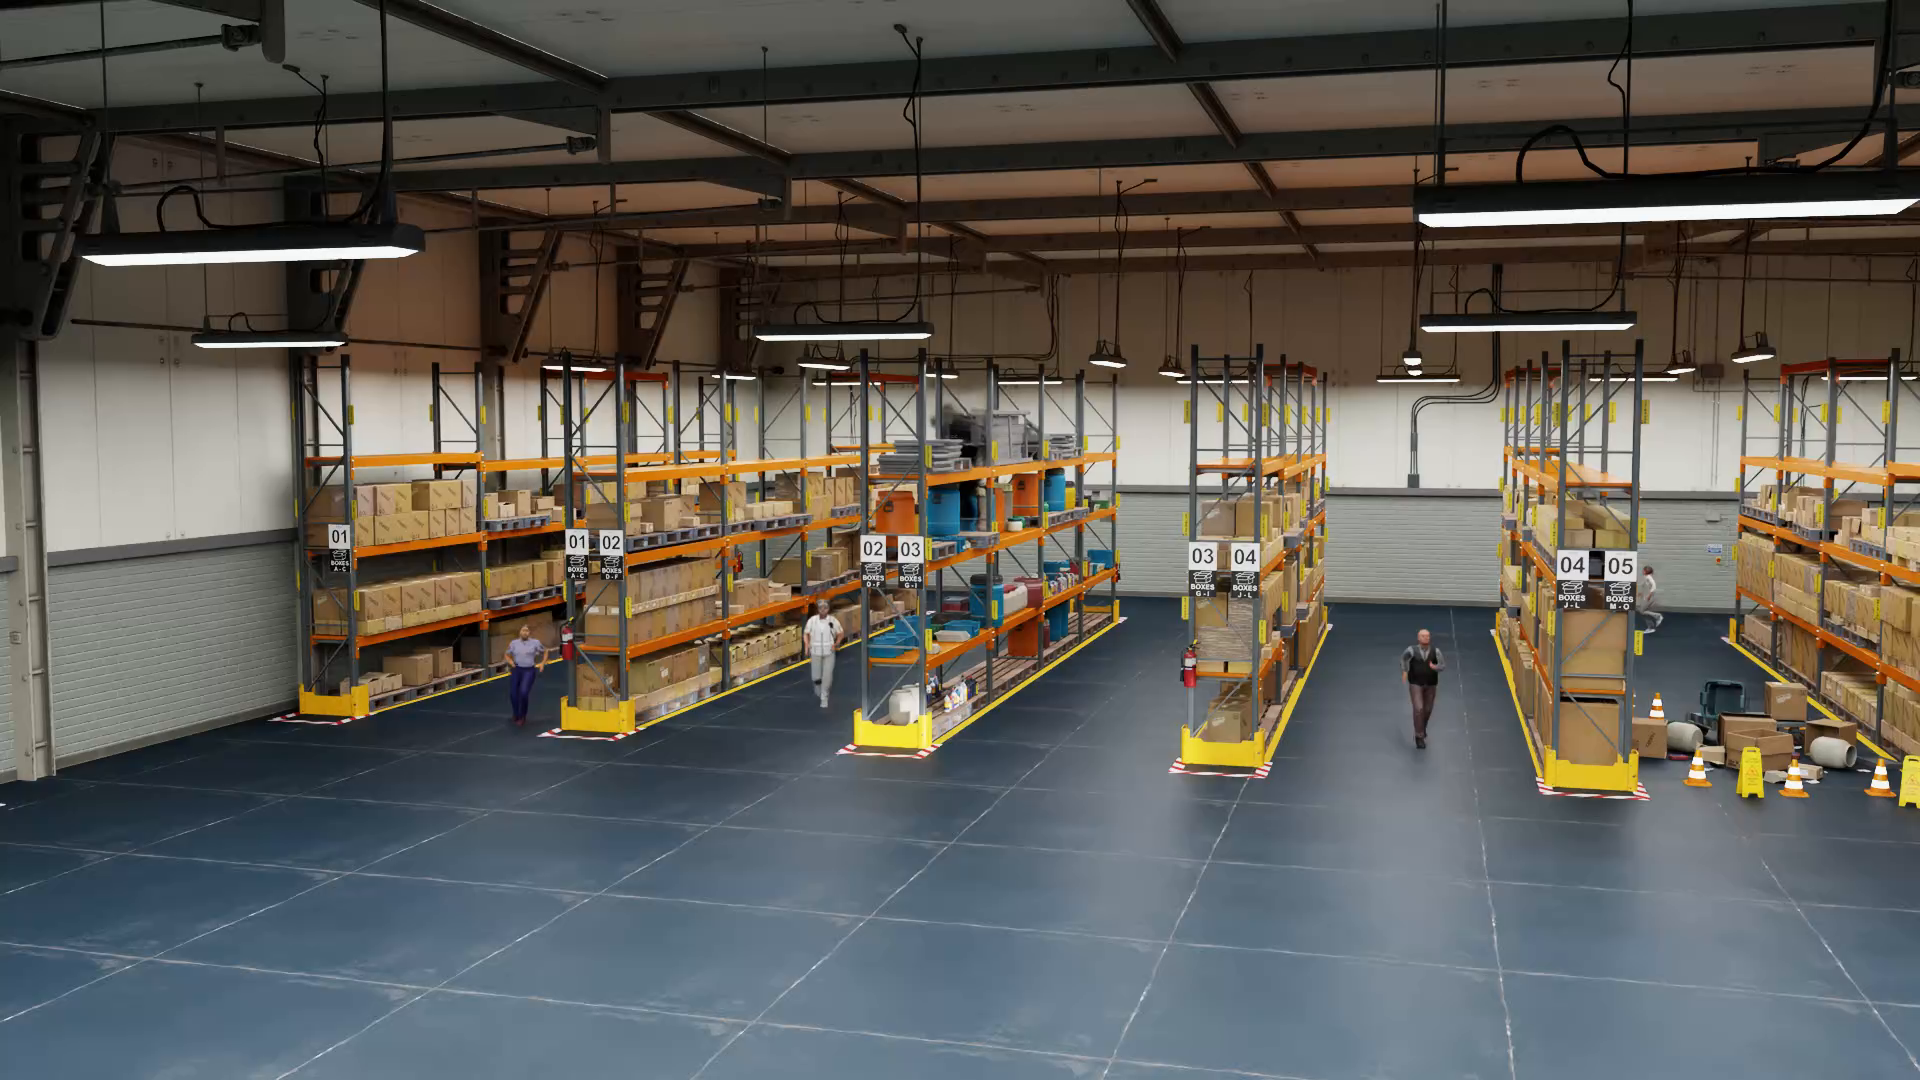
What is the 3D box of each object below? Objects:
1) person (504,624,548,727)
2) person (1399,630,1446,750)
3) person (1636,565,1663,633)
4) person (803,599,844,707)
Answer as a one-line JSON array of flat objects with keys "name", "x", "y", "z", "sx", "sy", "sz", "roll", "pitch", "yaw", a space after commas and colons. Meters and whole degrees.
[{"name": "person", "x": -7.036, "y": 2.195, "z": 26.866, "sx": 0.667, "sy": 1.675, "sz": 0.567, "roll": 0, "pitch": 4, "yaw": 1}, {"name": "person", "x": 7.030, "y": 2.274, "z": 25.258, "sx": 0.638, "sy": 1.676, "sz": 0.874, "roll": 0, "pitch": 4, "yaw": 2}, {"name": "person", "x": 15.854, "y": 1.371, "z": 38.242, "sx": 0.609, "sy": 1.562, "sz": 0.564, "roll": 1, "pitch": 5, "yaw": 19}, {"name": "person", "x": -2.218, "y": 1.822, "z": 27.030, "sx": 0.664, "sy": 1.748, "sz": 0.602, "roll": 0, "pitch": 4, "yaw": -2}]
